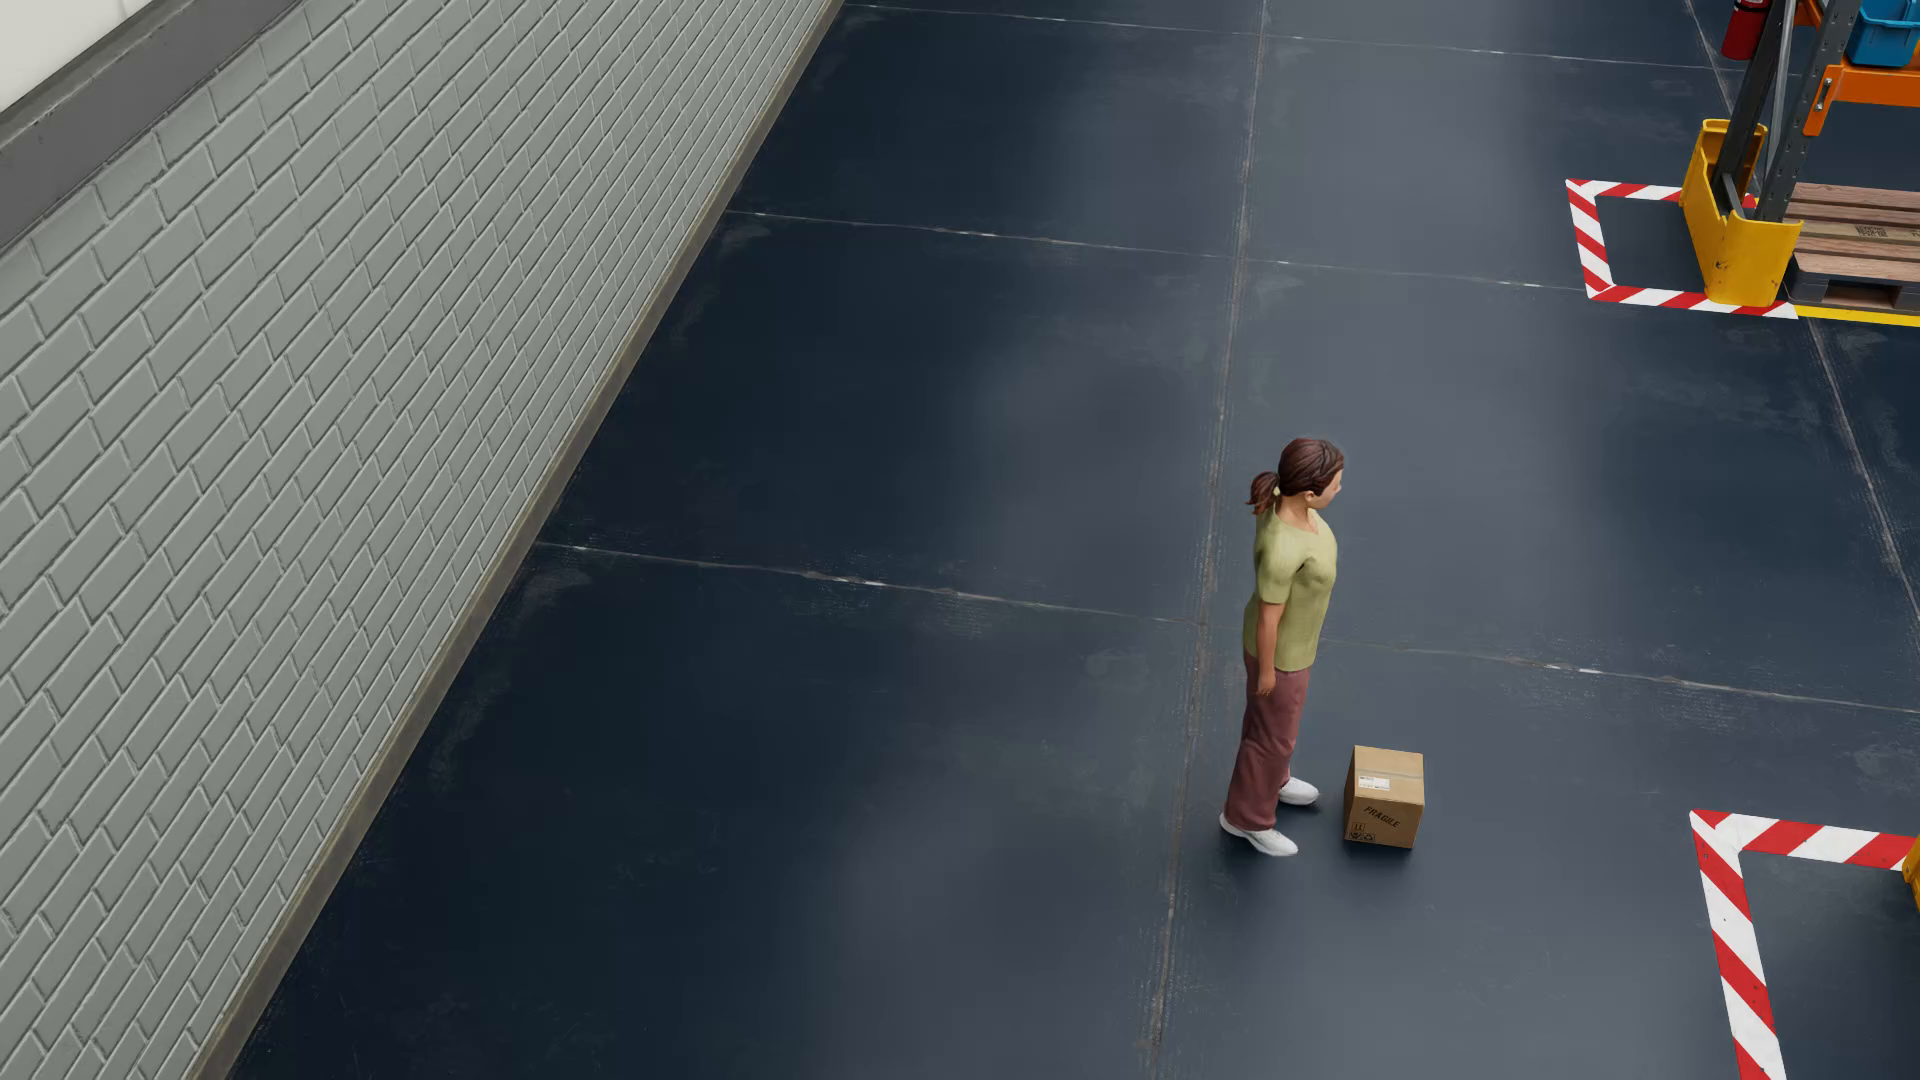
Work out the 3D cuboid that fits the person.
[{"bbox_3d":[1.129,0.366,5.742,0.433,1.715,0.478,6,41,7],"label":"person"}]
